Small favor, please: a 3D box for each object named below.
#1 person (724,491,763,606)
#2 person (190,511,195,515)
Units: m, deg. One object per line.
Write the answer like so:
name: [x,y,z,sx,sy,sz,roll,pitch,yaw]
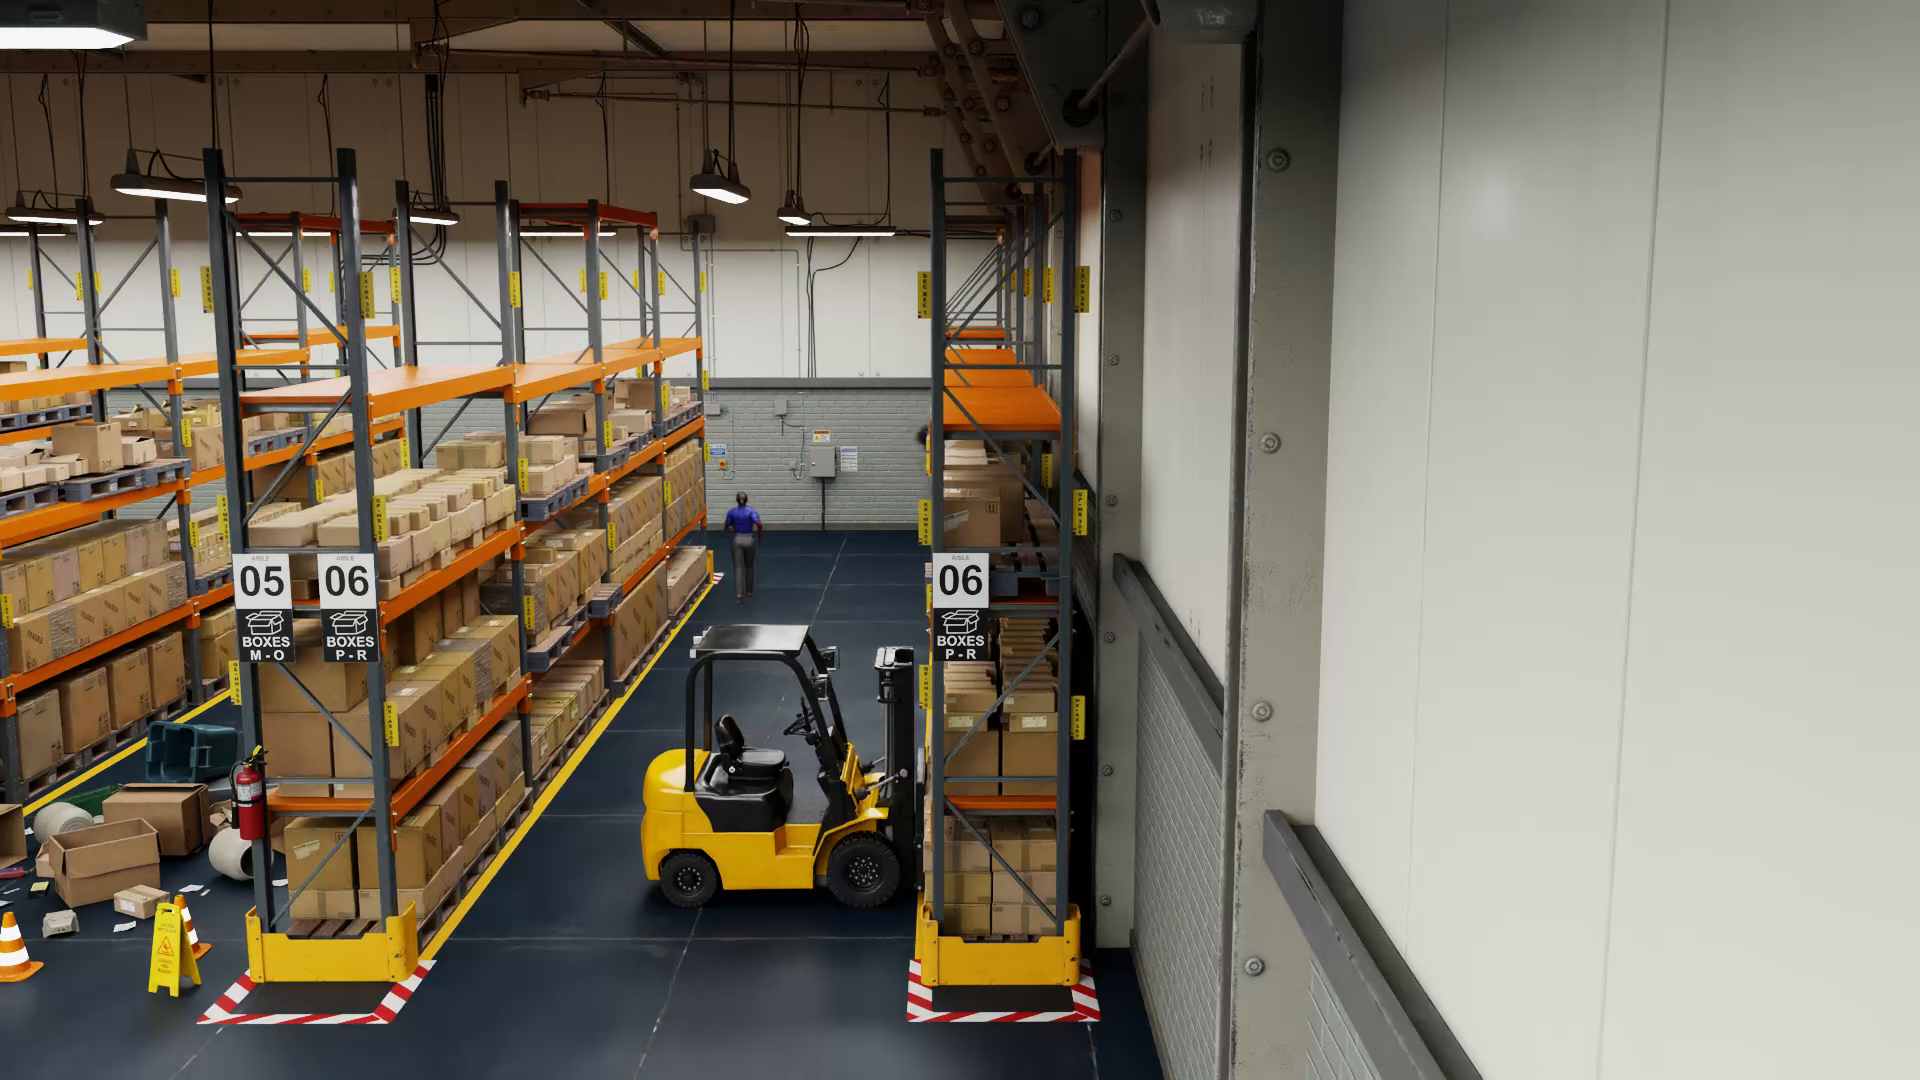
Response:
person: [-3.213,0.113,24.683,0.572,1.678,0.869,-1,9,-7]
person: [-11.381,0.379,24.827,0.581,1.656,0.826,0,9,3]
